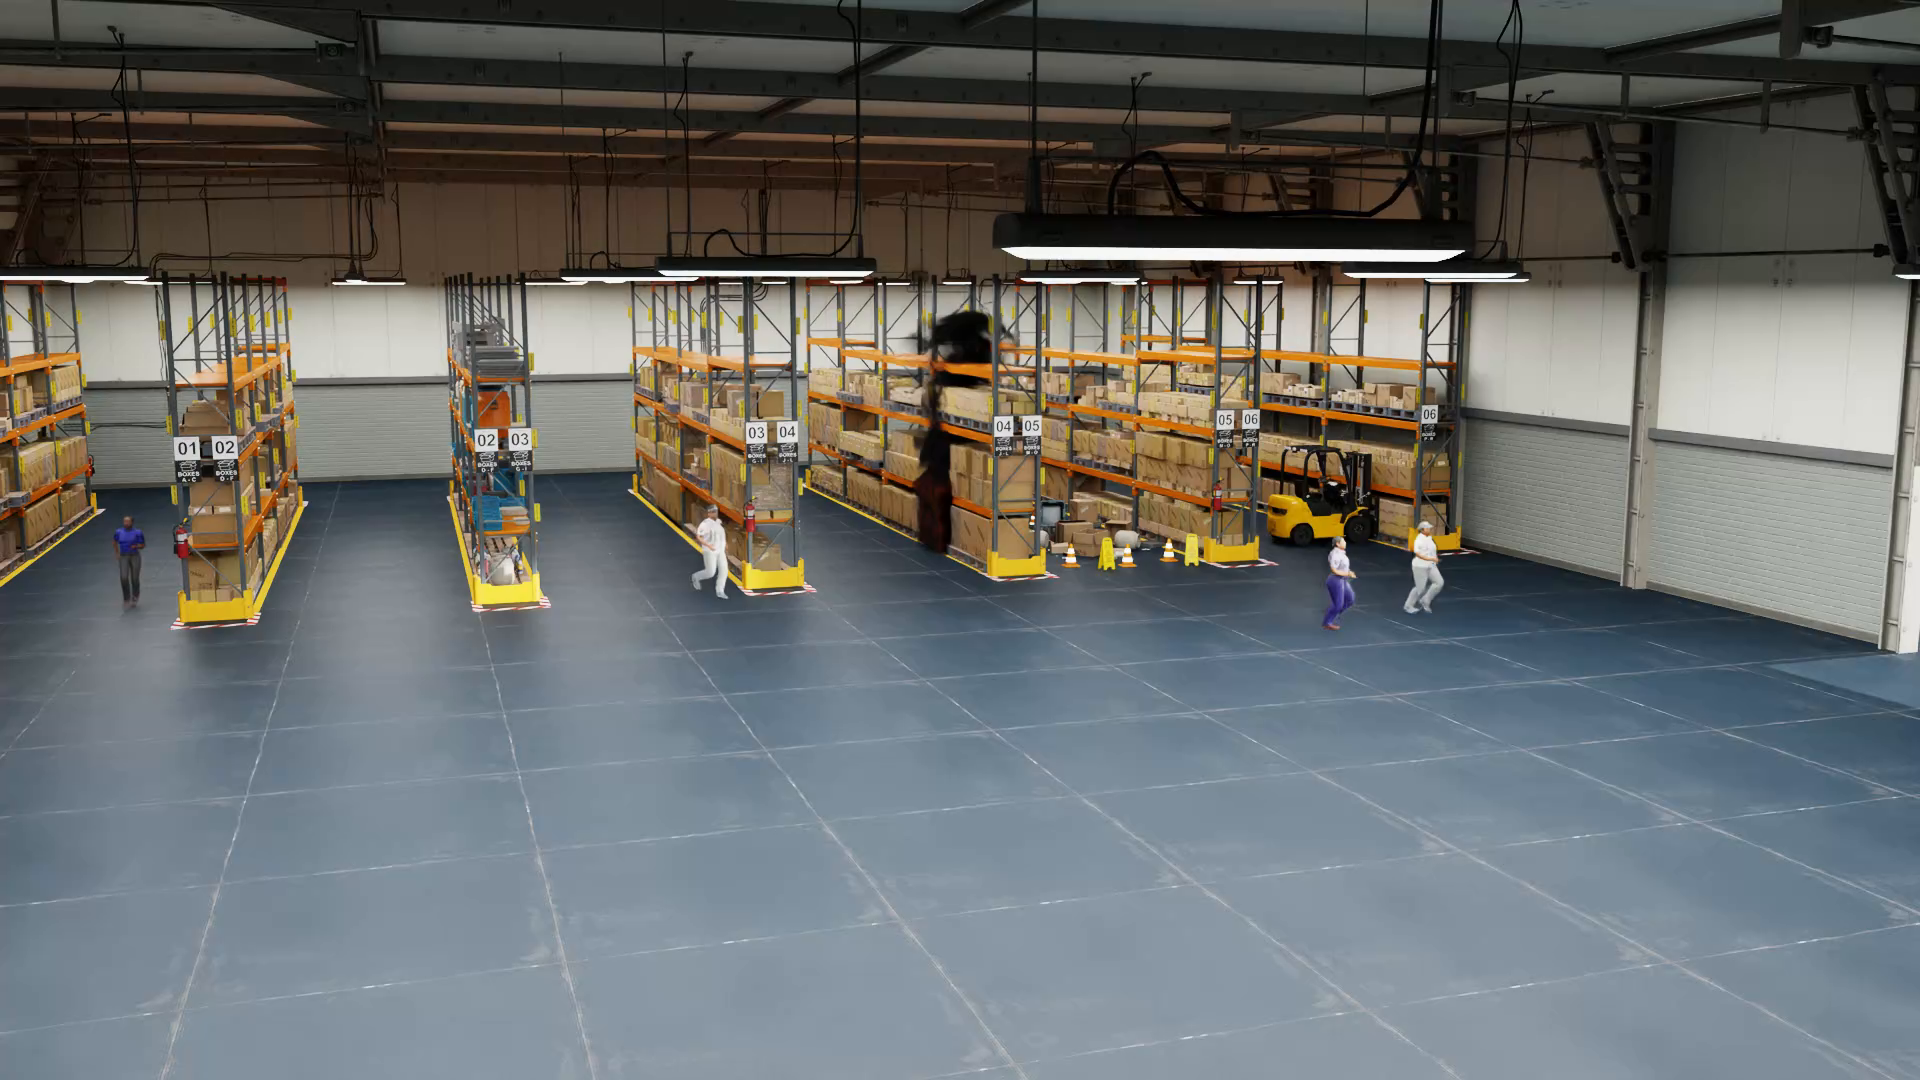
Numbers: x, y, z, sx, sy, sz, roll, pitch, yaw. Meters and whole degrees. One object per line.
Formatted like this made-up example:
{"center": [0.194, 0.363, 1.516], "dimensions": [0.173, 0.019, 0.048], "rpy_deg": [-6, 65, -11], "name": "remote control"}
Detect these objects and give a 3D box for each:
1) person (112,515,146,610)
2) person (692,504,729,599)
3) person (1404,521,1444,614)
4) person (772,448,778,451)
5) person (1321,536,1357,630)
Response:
{"center": [-14.994, 0.400, 30.051], "dimensions": [0.555, 1.716, 0.755], "rpy_deg": [-4, 9, -24], "name": "person"}
{"center": [-4.621, 0.197, 31.090], "dimensions": [0.857, 1.769, 0.684], "rpy_deg": [6, 11, 37], "name": "person"}
{"center": [8.224, 0.495, 29.417], "dimensions": [0.629, 1.666, 0.605], "rpy_deg": [7, 11, 40], "name": "person"}
{"center": [-5.424, -2.305, 47.587], "dimensions": [0.776, 1.754, 0.605], "rpy_deg": [1, 9, 8], "name": "person"}
{"center": [6.398, 0.717, 27.975], "dimensions": [0.575, 1.604, 0.579], "rpy_deg": [3, 9, 21], "name": "person"}
